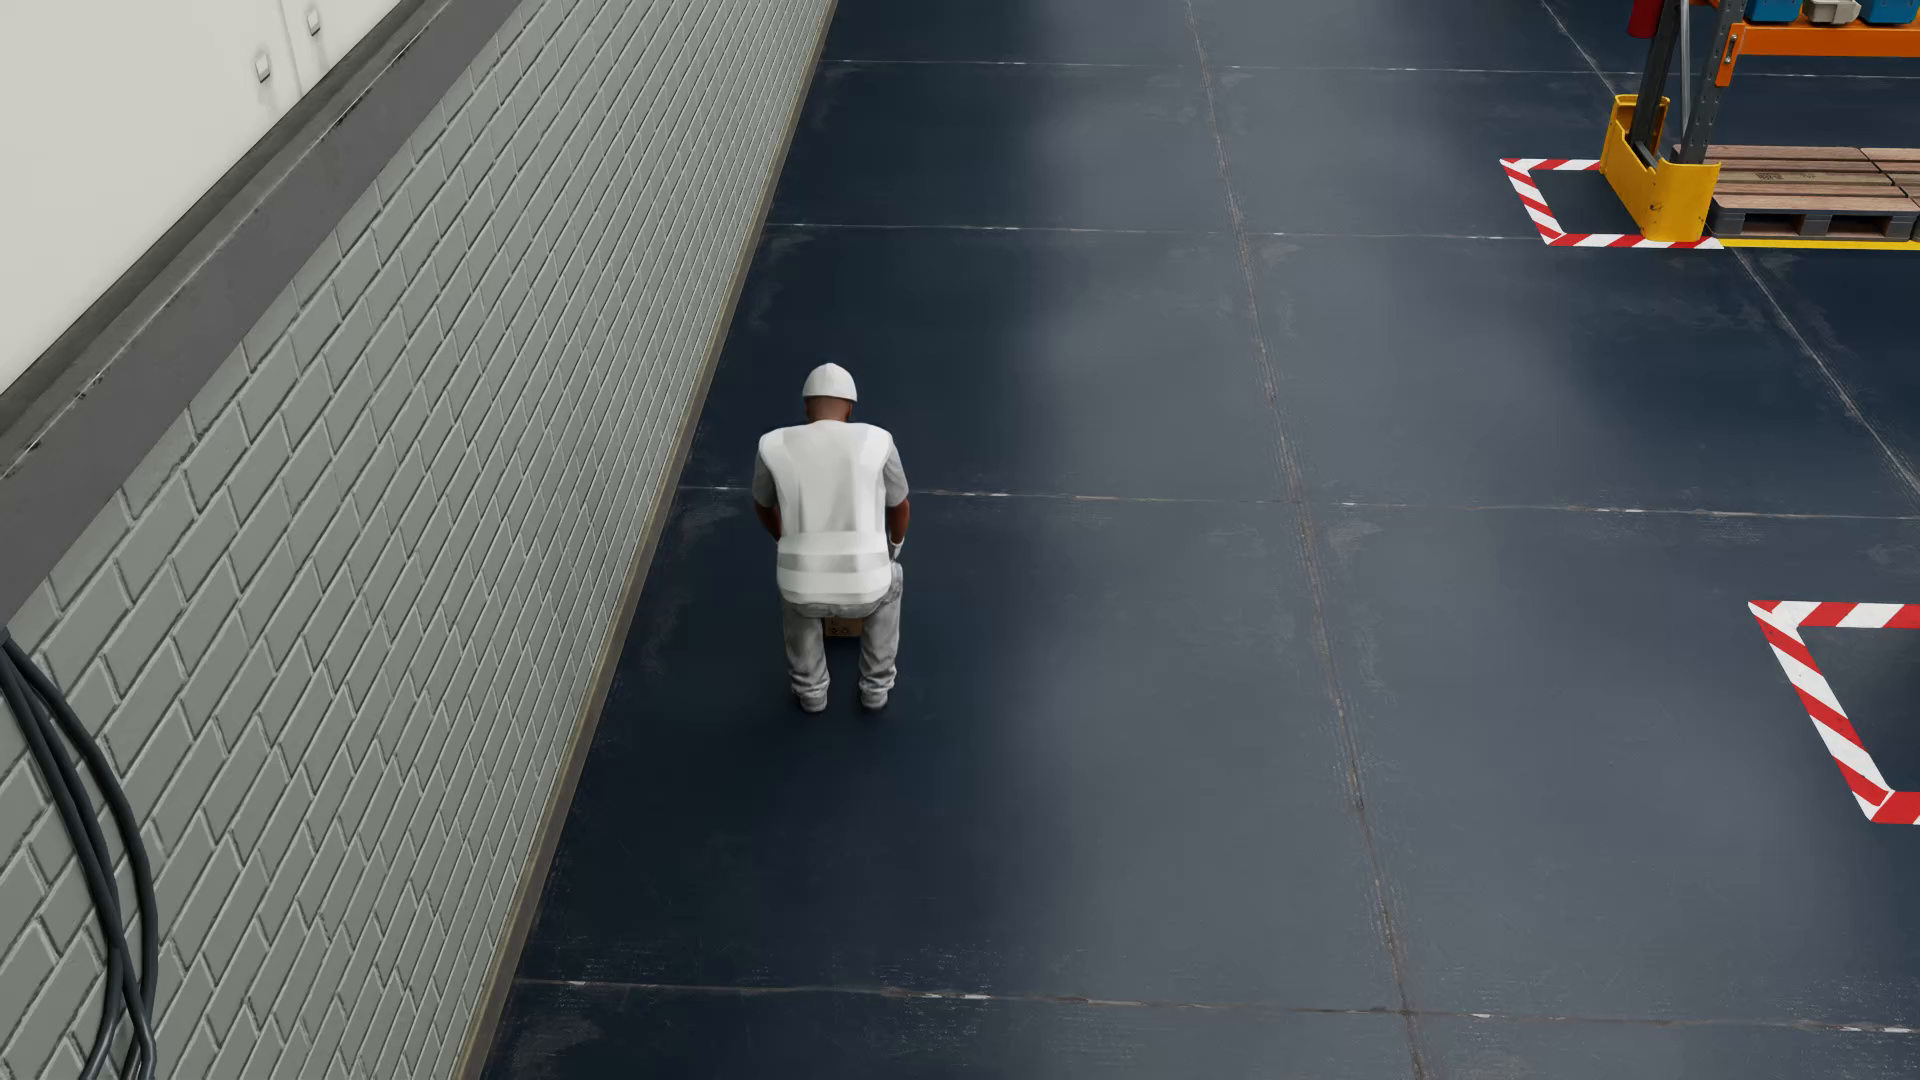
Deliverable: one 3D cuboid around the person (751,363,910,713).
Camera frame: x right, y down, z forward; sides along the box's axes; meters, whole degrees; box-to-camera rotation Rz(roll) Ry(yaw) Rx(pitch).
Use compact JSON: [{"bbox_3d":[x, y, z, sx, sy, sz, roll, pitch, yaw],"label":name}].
[{"bbox_3d":[-0.509,0.044,6.470,0.611,1.319,0.816,1,35,2],"label":"person"}]
